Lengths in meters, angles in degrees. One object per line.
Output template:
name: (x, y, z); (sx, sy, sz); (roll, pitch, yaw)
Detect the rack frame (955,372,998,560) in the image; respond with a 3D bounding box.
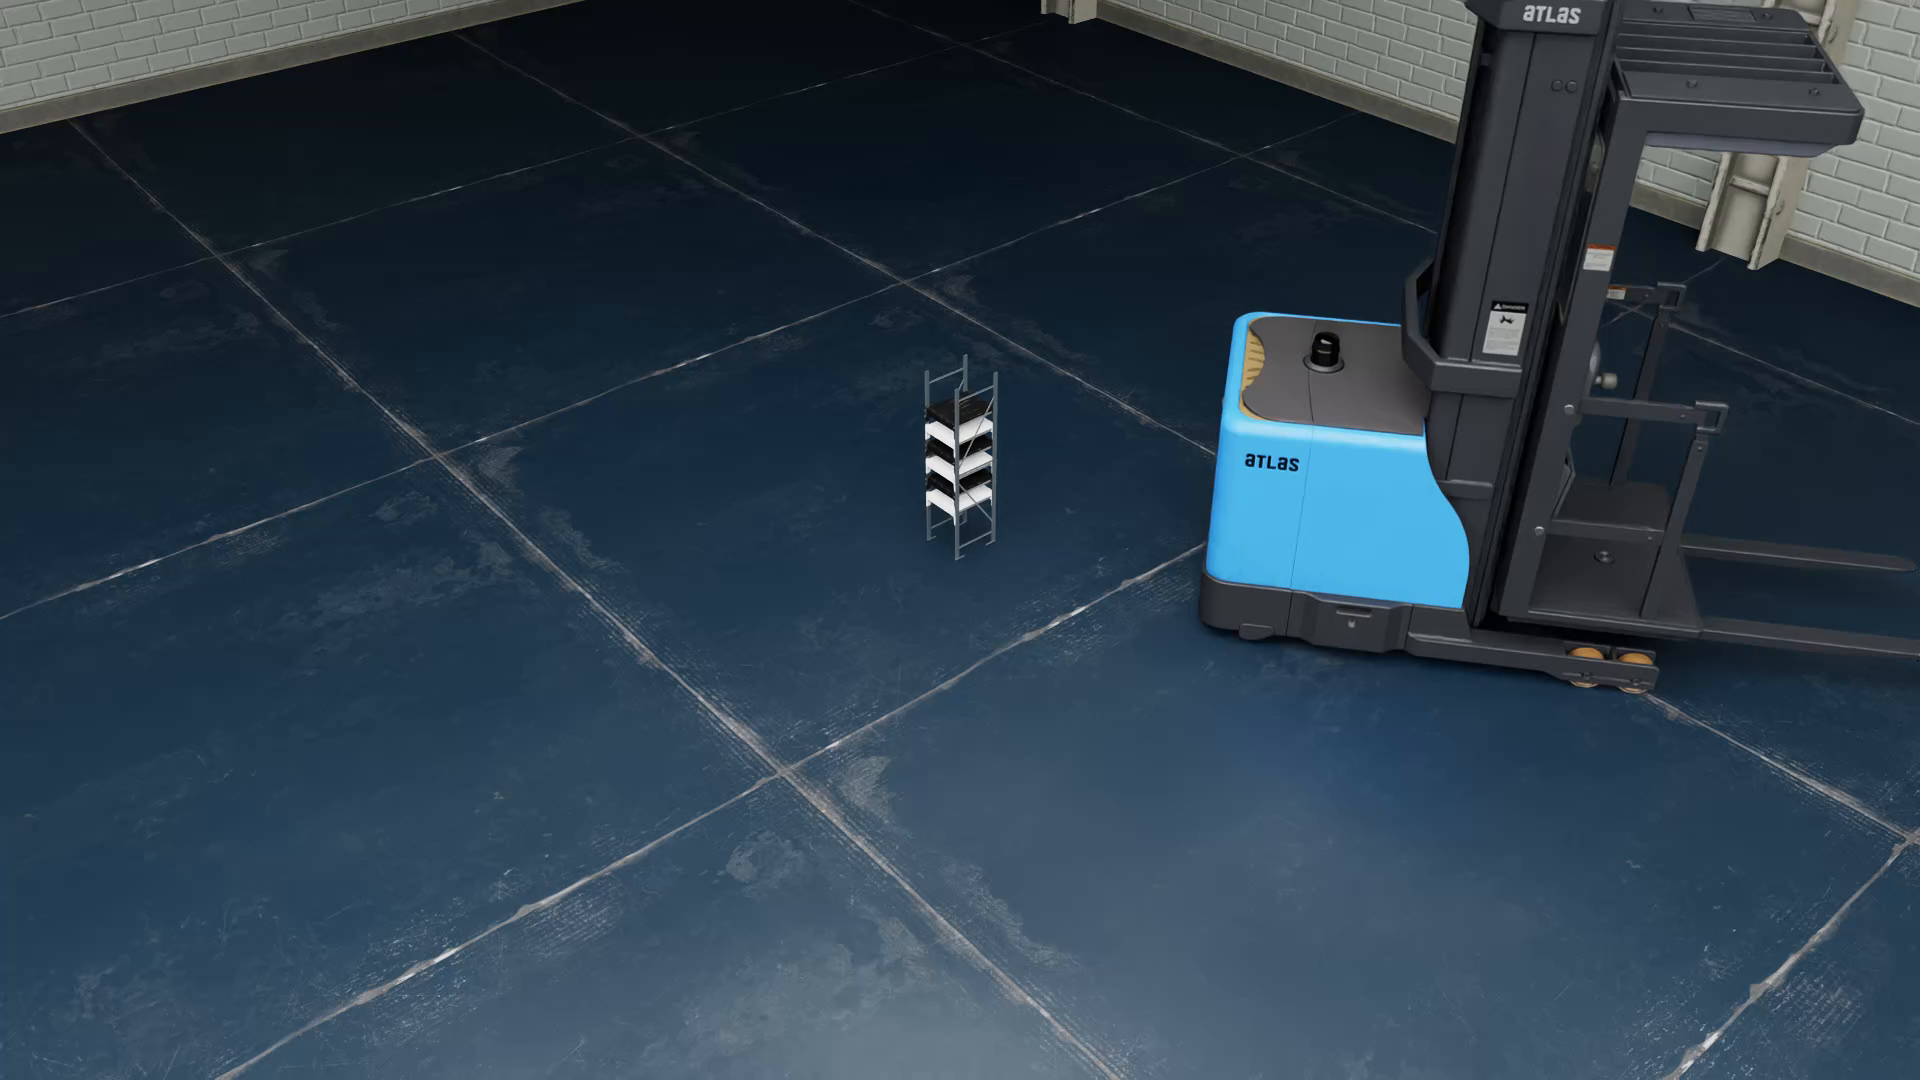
rack frame: (0.071, -0.319, 7.421); (0.240, 0.900, 0.006); (-26, 43, -32)

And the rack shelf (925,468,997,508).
rack shelf: (0.005, -0.263, 7.556); (0.258, 0.077, 0.200); (-26, 43, -32)

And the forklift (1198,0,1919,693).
forklift: (2.597, -0.900, 6.484); (3.031, 2.935, 1.130); (7, 36, 9)

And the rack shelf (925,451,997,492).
rack shelf: (0.005, -0.336, 7.504); (0.258, 0.077, 0.200); (-26, 43, -32)

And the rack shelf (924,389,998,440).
rack shelf: (0.005, -0.557, 7.348); (0.258, 0.077, 0.200); (-26, 43, -32)

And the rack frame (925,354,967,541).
rack frame: (-0.060, -0.409, 7.548); (0.240, 0.900, 0.006); (-26, 43, -32)

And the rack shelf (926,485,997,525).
rack shelf: (0.005, -0.190, 7.608); (0.258, 0.077, 0.200); (-26, 43, -32)

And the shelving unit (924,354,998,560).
shelving unit: (0.005, -0.364, 7.485); (0.258, 0.900, 0.210); (-26, 43, -32)

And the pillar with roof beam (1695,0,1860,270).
pillar with roof beam: (1.506, -3.840, 5.385); (9.100, 9.000, 0.400); (-26, 43, -32)

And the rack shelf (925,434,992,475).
rack shelf: (0.005, -0.410, 7.452); (0.258, 0.077, 0.200); (-26, 43, -32)

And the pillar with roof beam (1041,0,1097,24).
pillar with roof beam: (-2.366, -6.489, 9.126); (9.100, 9.000, 0.400); (-26, 43, -32)

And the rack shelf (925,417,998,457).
rack shelf: (0.005, -0.483, 7.400); (0.258, 0.077, 0.200); (-26, 43, -32)
